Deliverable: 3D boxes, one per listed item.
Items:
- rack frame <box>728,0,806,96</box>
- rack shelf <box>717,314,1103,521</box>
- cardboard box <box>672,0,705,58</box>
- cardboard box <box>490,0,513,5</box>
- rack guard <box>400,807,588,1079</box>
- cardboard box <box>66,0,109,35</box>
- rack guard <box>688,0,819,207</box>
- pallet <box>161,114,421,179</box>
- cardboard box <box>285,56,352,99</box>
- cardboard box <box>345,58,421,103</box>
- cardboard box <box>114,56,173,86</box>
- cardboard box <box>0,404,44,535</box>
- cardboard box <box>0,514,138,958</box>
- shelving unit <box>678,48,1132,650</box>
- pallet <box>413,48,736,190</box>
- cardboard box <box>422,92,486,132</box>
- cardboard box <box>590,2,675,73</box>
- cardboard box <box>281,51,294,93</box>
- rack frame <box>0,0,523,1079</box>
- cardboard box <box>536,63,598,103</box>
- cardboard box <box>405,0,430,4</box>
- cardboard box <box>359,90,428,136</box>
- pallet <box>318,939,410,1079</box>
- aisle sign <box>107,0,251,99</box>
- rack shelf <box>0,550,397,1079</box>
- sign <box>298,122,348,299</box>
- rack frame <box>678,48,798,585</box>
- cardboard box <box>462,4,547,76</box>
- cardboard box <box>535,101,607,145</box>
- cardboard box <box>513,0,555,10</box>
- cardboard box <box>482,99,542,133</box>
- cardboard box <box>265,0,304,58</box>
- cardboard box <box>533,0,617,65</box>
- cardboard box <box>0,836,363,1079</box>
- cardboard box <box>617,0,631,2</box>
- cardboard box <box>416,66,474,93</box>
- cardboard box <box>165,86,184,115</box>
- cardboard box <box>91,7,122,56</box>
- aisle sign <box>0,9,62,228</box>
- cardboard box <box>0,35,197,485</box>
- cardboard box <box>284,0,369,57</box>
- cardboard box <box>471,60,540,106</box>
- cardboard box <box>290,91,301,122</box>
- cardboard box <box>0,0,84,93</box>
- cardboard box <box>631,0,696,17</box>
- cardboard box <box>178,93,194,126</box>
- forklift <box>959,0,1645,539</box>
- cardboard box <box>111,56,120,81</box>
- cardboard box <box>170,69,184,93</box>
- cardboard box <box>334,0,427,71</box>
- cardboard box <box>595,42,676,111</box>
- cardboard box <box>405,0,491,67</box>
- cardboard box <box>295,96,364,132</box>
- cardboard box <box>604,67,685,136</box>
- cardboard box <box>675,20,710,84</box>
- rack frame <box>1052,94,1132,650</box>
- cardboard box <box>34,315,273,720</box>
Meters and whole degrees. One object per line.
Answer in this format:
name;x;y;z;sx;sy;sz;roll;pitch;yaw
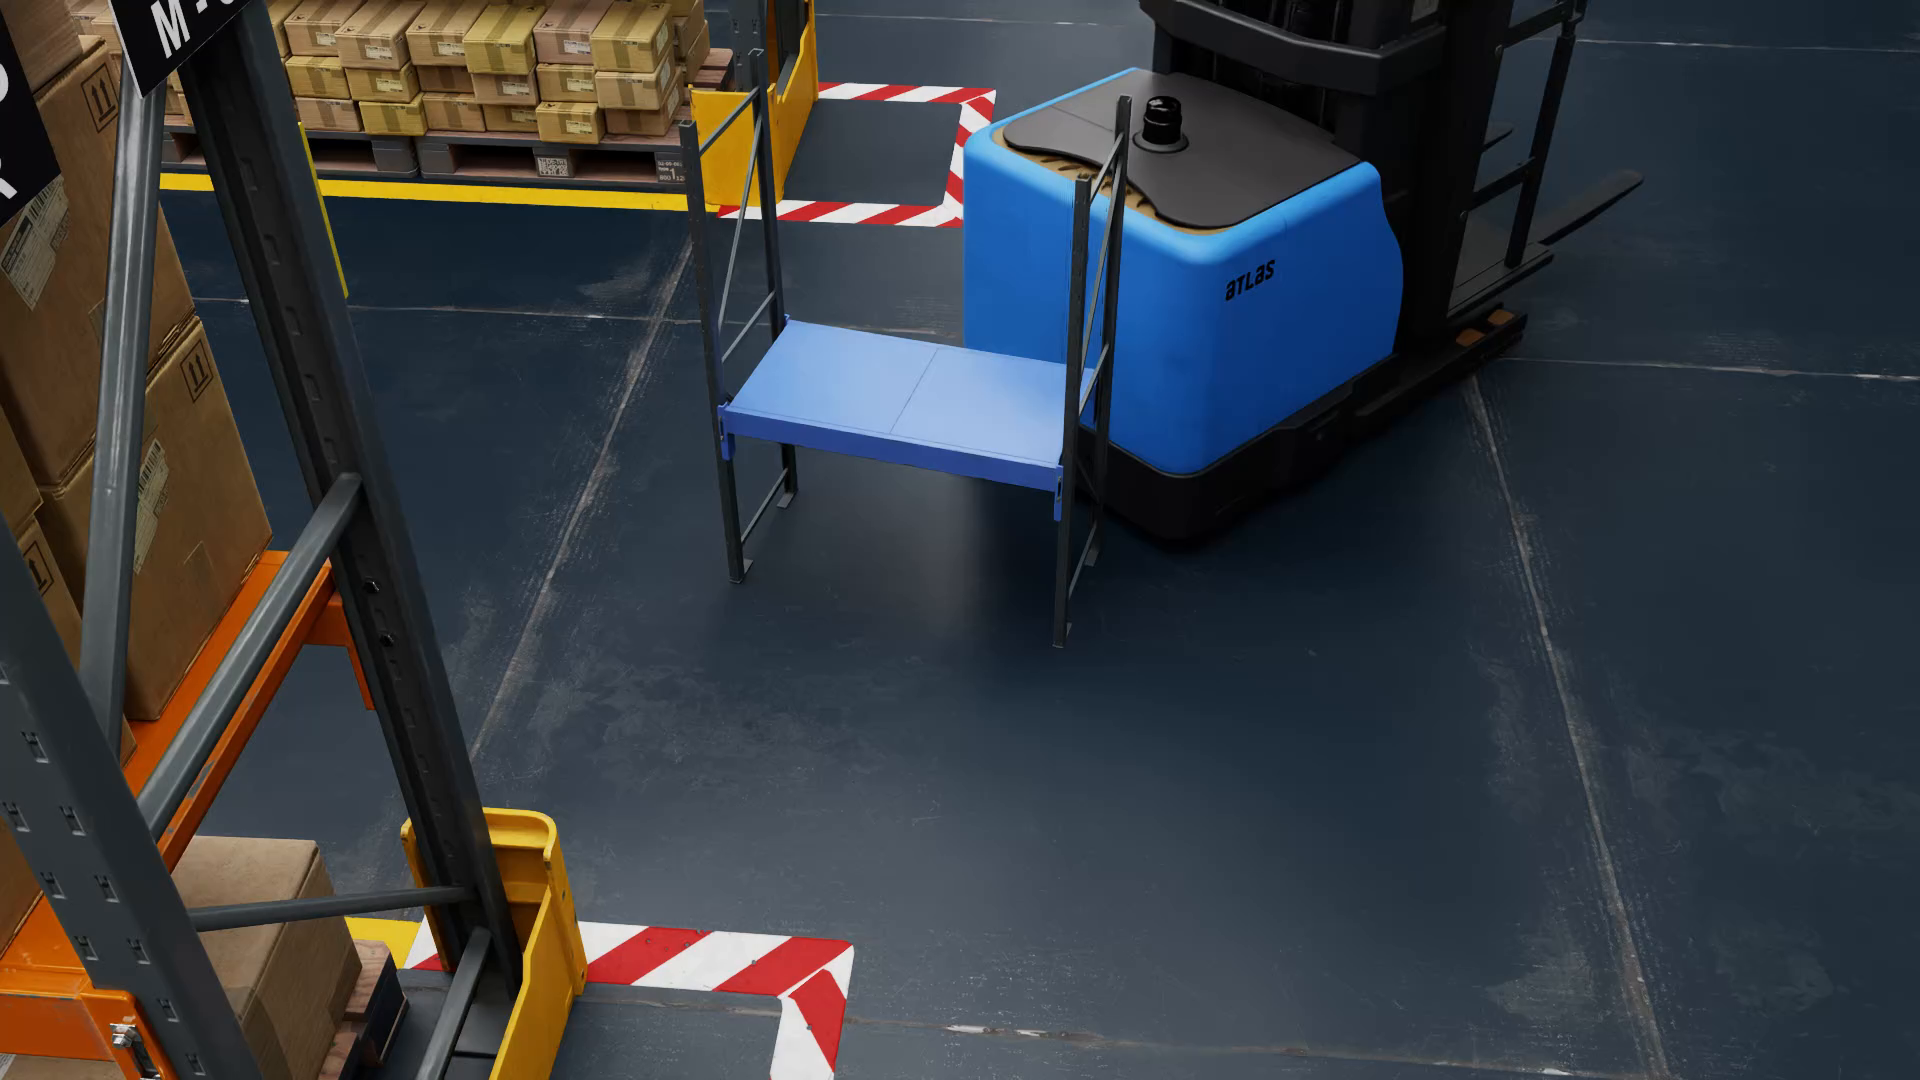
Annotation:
rack frame;-0.804;-2.927;6.470;0.127;3.000;1.000;3;39;4
rack shelf;-0.130;-0.368;4.799;1.000;0.185;0.538;11;40;13
cardboard box;-1.304;-2.289;7.377;0.250;0.149;0.380;5;39;6
cardboard box;-2.076;-2.452;7.341;0.250;0.149;0.380;1;39;2
rack guard;-1.106;1.163;3.426;0.348;0.500;1.175;3;39;4
cardboard box;-3.676;-2.249;7.091;0.250;0.149;0.380;2;39;3
rack guard;-0.880;-1.962;7.264;0.348;0.500;1.175;3;39;4
pallet;-2.898;-1.984;7.520;1.213;0.211;1.003;3;39;4
cardboard box;-2.643;-2.022;7.048;0.250;0.149;0.380;5;39;6
cardboard box;-2.389;-1.996;7.016;0.250;0.149;0.380;4;39;5
cardboard box;-3.409;-2.102;7.146;0.250;0.149;0.380;5;39;6
cardboard box;-1.631;-0.111;2.139;0.500;0.500;0.500;4;39;5
cardboard box;-1.634;0.293;2.434;0.500;0.500;0.500;3;39;4
shelving unit;-0.130;-0.507;4.685;1.048;1.500;0.538;11;40;13
pallet;-1.686;-1.916;7.437;1.213;0.211;1.003;3;39;4
cardboard box;-2.114;-1.906;7.141;0.250;0.149;0.380;4;39;4
cardboard box;-1.353;-2.084;6.889;0.250;0.149;0.380;4;39;4
cardboard box;-2.920;-2.019;7.045;0.250;0.149;0.380;4;39;4
rack frame;-1.130;0.192;2.638;0.127;3.000;1.000;3;39;4
cardboard box;-1.610;-1.997;7.017;0.250;0.149;0.380;2;39;3
cardboard box;-2.351;-2.473;7.367;0.250;0.149;0.380;5;39;6
cardboard box;-2.374;-1.880;7.109;0.250;0.149;0.380;1;39;2
pallet;-1.934;1.279;3.512;1.213;0.211;1.003;3;39;4
aisle sign;-1.034;-0.995;2.037;0.004;0.787;0.394;3;39;4
rack shelf;-3.123;0.362;2.999;4.000;0.370;1.077;3;39;4
sign;-1.076;-0.523;2.768;0.005;0.325;0.100;3;39;4
rack frame;-0.617;-0.599;4.798;0.032;1.500;0.500;11;40;13
cardboard box;-1.867;-2.068;6.869;0.250;0.149;0.380;2;39;3
cardboard box;-1.611;-1.832;7.050;0.250;0.149;0.380;4;39;5
cardboard box;-1.821;-2.491;7.388;0.250;0.149;0.380;3;39;4
cardboard box;-1.867;-1.900;7.134;0.250;0.149;0.380;3;39;4
cardboard box;-2.909;-2.182;7.010;0.250;0.149;0.380;3;39;4
cardboard box;-1.598;-2.134;6.950;0.250;0.149;0.380;4;39;5
cardboard box;-1.796;1.050;3.281;0.875;0.438;0.875;2;39;2
cardboard box;-1.582;-2.396;7.272;0.250;0.149;0.380;4;39;5
cardboard box;-2.131;-2.055;7.089;0.250;0.149;0.380;3;39;3
cardboard box;-3.408;-2.010;7.269;0.250;0.149;0.380;2;39;2
cardboard box;-3.430;-2.183;7.011;0.250;0.149;0.380;4;39;5
aisle sign;-1.085;-0.618;1.573;0.004;0.787;0.394;3;39;4
cardboard box;-1.584;-0.440;2.543;0.500;0.500;0.500;2;39;3
cardboard box;-2.645;-2.186;7.014;0.250;0.149;0.380;2;39;2
cardboard box;-1.872;-1.976;6.991;0.250;0.149;0.380;2;39;2
cardboard box;-2.890;-1.969;7.218;0.250;0.149;0.380;4;39;5
cardboard box;-1.460;-0.680;2.324;0.250;0.149;0.380;4;39;5
cardboard box;-1.297;-2.457;7.347;0.250;0.149;0.380;1;39;2
cardboard box;-3.158;-1.935;7.177;0.250;0.149;0.380;2;39;3
forklift;1.422;-1.945;5.318;3.031;2.935;1.130;-30;48;-32
cardboard box;-3.681;-2.132;7.183;0.250;0.149;0.380;1;39;2
cardboard box;-3.163;-2.049;7.081;0.250;0.149;0.380;3;39;3
cardboard box;-2.392;-2.102;6.911;0.250;0.149;0.380;5;39;6
cardboard box;-1.354;-1.949;6.958;0.250;0.149;0.380;2;39;3
cardboard box;-2.120;-2.122;6.936;0.250;0.149;0.380;2;39;2
cardboard box;-2.644;-1.908;7.143;0.250;0.149;0.380;4;39;5
cardboard box;-1.346;-1.882;7.111;0.250;0.149;0.380;4;39;5
cardboard box;-1.298;-2.214;7.520;0.250;0.149;0.380;4;39;5
rack frame;0.357;-0.415;4.572;0.032;1.500;0.500;11;40;13
cardboard box;-1.584;-0.054;2.861;0.500;0.500;0.500;3;39;3
